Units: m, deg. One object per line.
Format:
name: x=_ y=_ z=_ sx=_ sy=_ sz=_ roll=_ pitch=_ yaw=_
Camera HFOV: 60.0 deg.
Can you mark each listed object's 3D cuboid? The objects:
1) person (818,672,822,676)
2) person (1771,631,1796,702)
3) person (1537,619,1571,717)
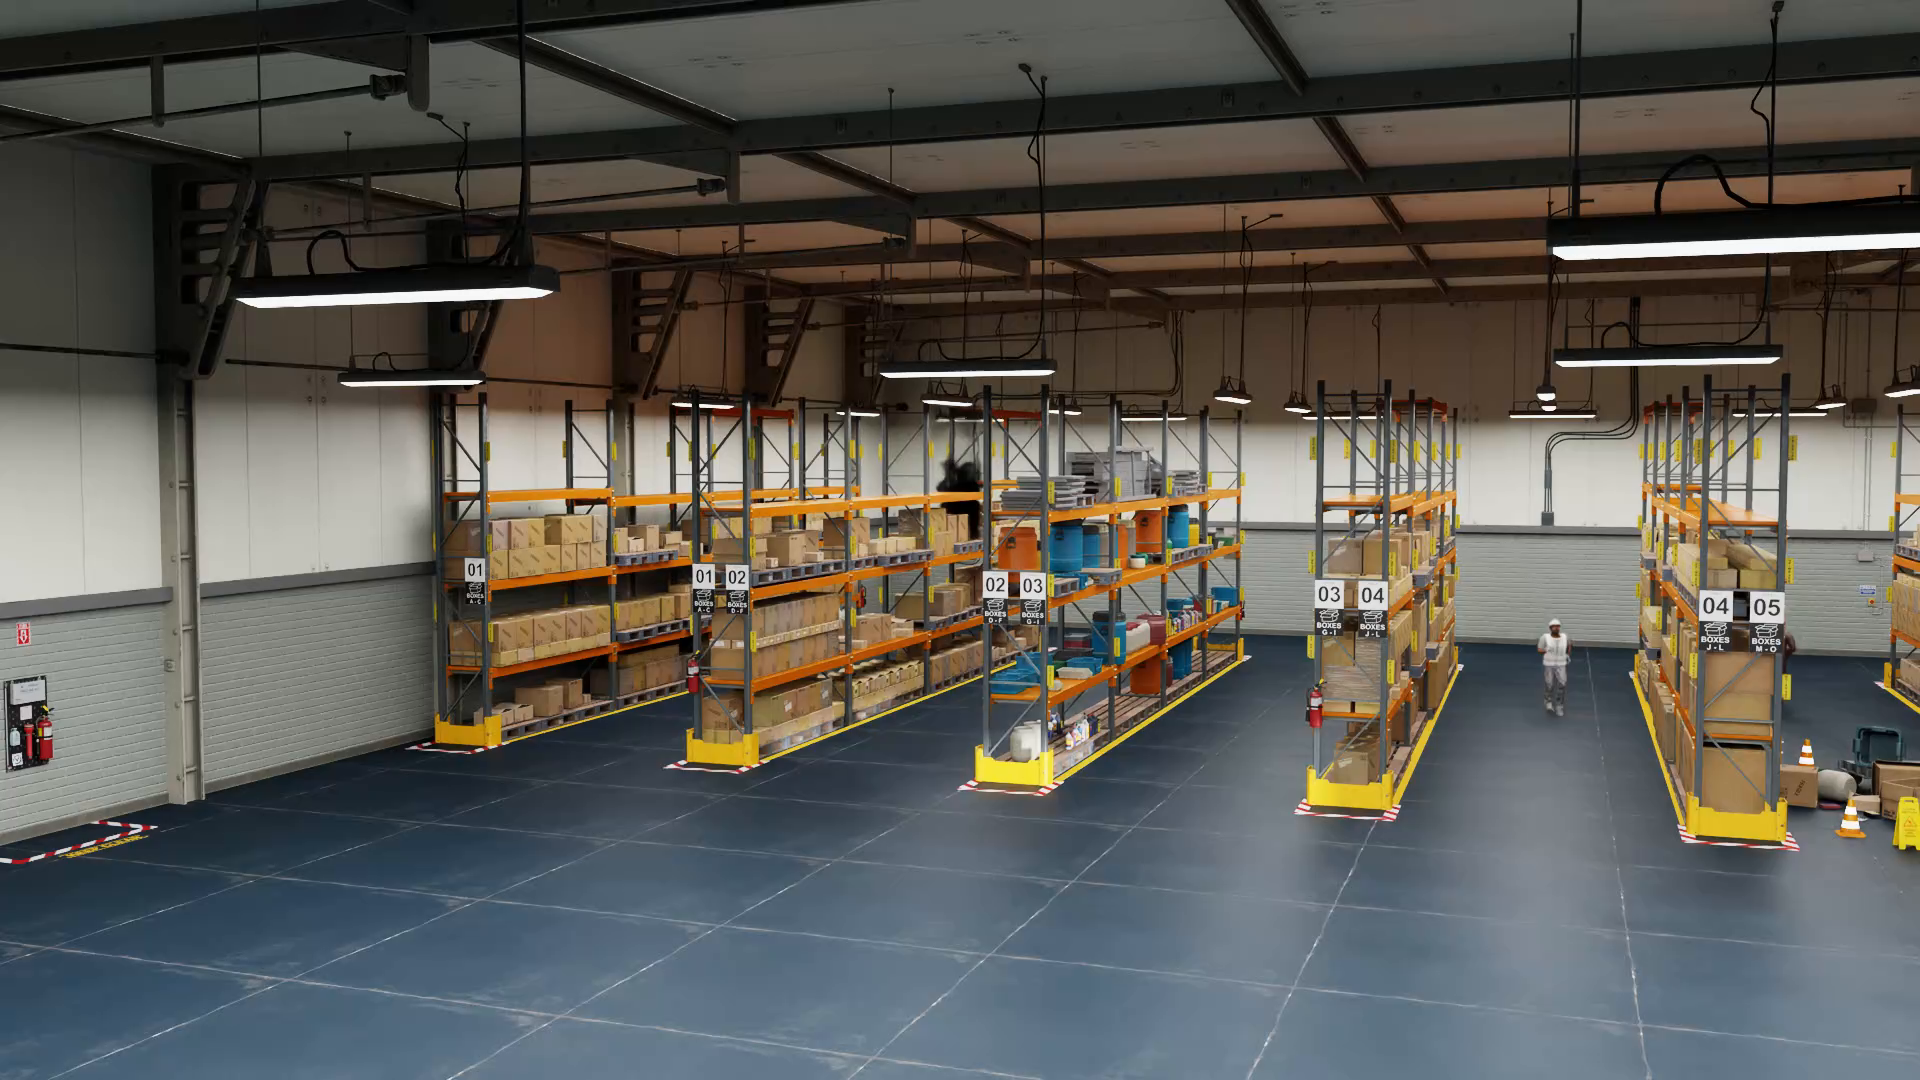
person: x=-3.170 y=2.248 z=36.211 sx=0.593 sy=1.724 sz=0.796 roll=0 pitch=3 yaw=8
person: x=16.119 y=2.387 z=32.875 sx=0.700 sy=1.740 sz=0.566 roll=1 pitch=3 yaw=16
person: x=11.307 y=2.425 z=31.601 sx=0.654 sy=1.835 sz=0.729 roll=1 pitch=3 yaw=11
